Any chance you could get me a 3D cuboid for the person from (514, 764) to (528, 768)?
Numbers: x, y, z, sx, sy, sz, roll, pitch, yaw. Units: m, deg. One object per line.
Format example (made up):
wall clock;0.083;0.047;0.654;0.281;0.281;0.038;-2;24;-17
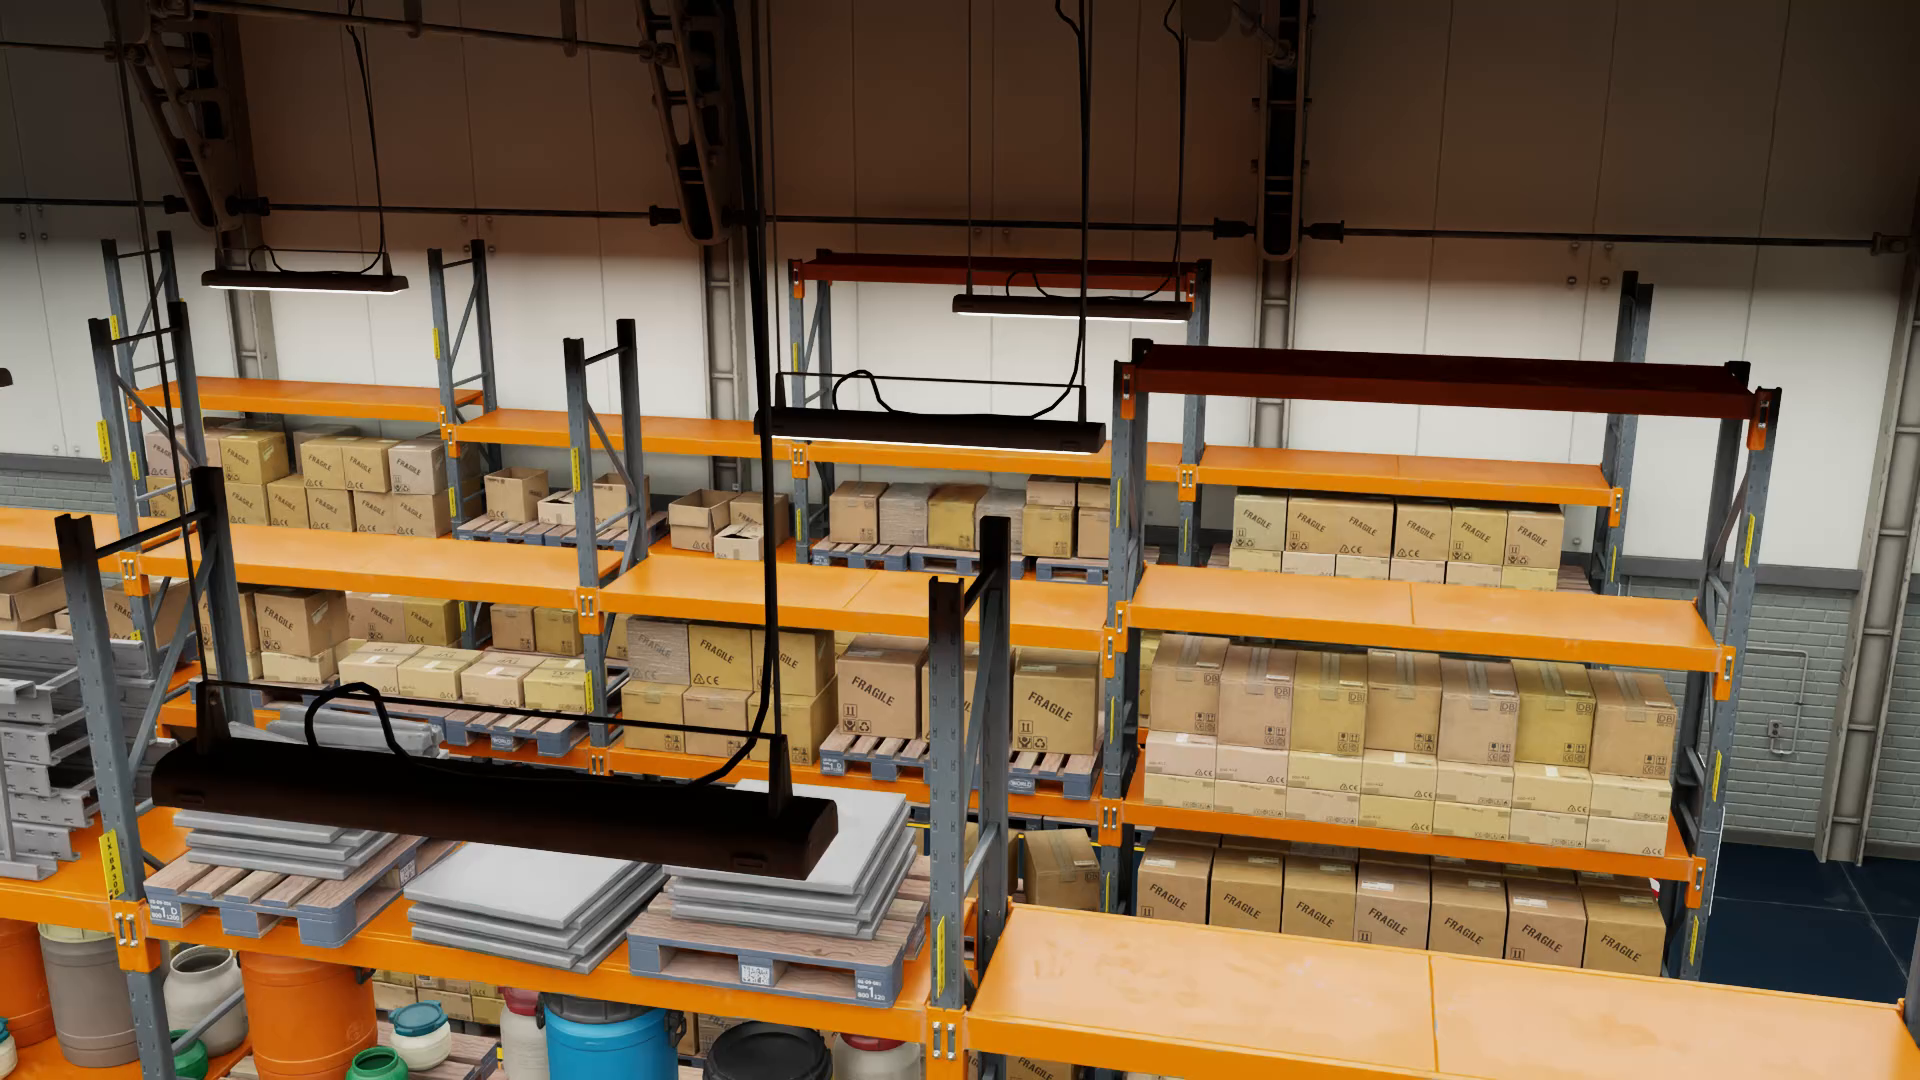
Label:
person;-4.063;2.884;15.730;0.456;1.578;0.499;9;18;27
